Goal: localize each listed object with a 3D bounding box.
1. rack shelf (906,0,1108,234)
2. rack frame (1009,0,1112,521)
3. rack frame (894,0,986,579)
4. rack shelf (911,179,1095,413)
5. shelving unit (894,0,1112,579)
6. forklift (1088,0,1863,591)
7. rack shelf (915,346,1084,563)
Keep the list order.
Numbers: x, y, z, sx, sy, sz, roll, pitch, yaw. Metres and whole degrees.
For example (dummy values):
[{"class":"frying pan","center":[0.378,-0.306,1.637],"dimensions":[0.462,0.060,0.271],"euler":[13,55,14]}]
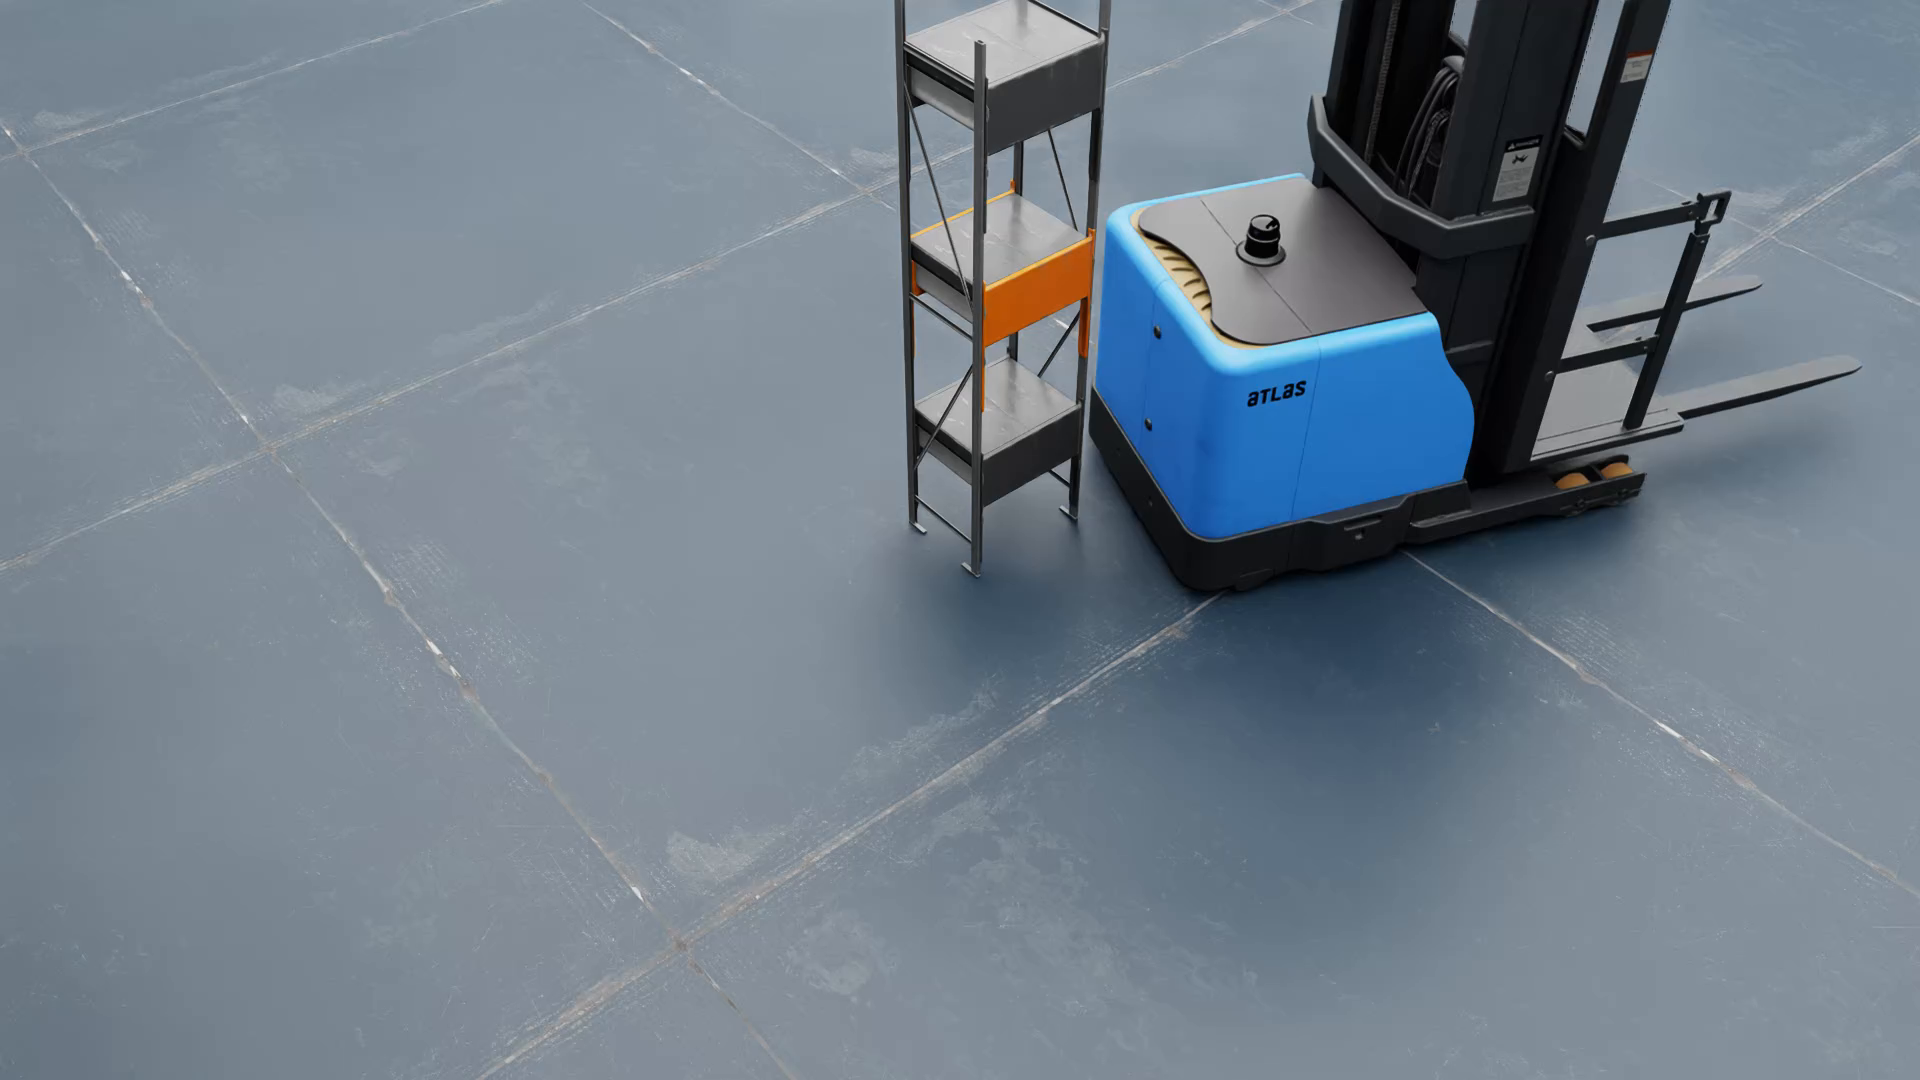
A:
[{"class":"rack shelf","center":[0.127,-1.338,5.139],"dimensions":[0.480,0.518,0.431],"euler":[-30,51,-28]},{"class":"rack frame","center":[0.314,-0.945,5.723],"dimensions":[0.015,2.100,0.400],"euler":[-30,51,-28]},{"class":"rack frame","center":[-0.060,-0.731,5.494],"dimensions":[0.015,2.100,0.400],"euler":[-30,51,-28]},{"class":"rack shelf","center":[0.127,-0.828,5.618],"dimensions":[0.480,0.518,0.431],"euler":[-30,51,-28]},{"class":"shelving unit","center":[0.127,-0.838,5.609],"dimensions":[0.503,2.100,0.431],"euler":[-30,51,-28]},{"class":"forklift","center":[2.084,-1.489,5.694],"dimensions":[3.031,2.935,1.130],"euler":[-13,45,-14]},{"class":"rack shelf","center":[0.127,-0.318,6.097],"dimensions":[0.480,0.518,0.431],"euler":[-30,51,-28]}]
